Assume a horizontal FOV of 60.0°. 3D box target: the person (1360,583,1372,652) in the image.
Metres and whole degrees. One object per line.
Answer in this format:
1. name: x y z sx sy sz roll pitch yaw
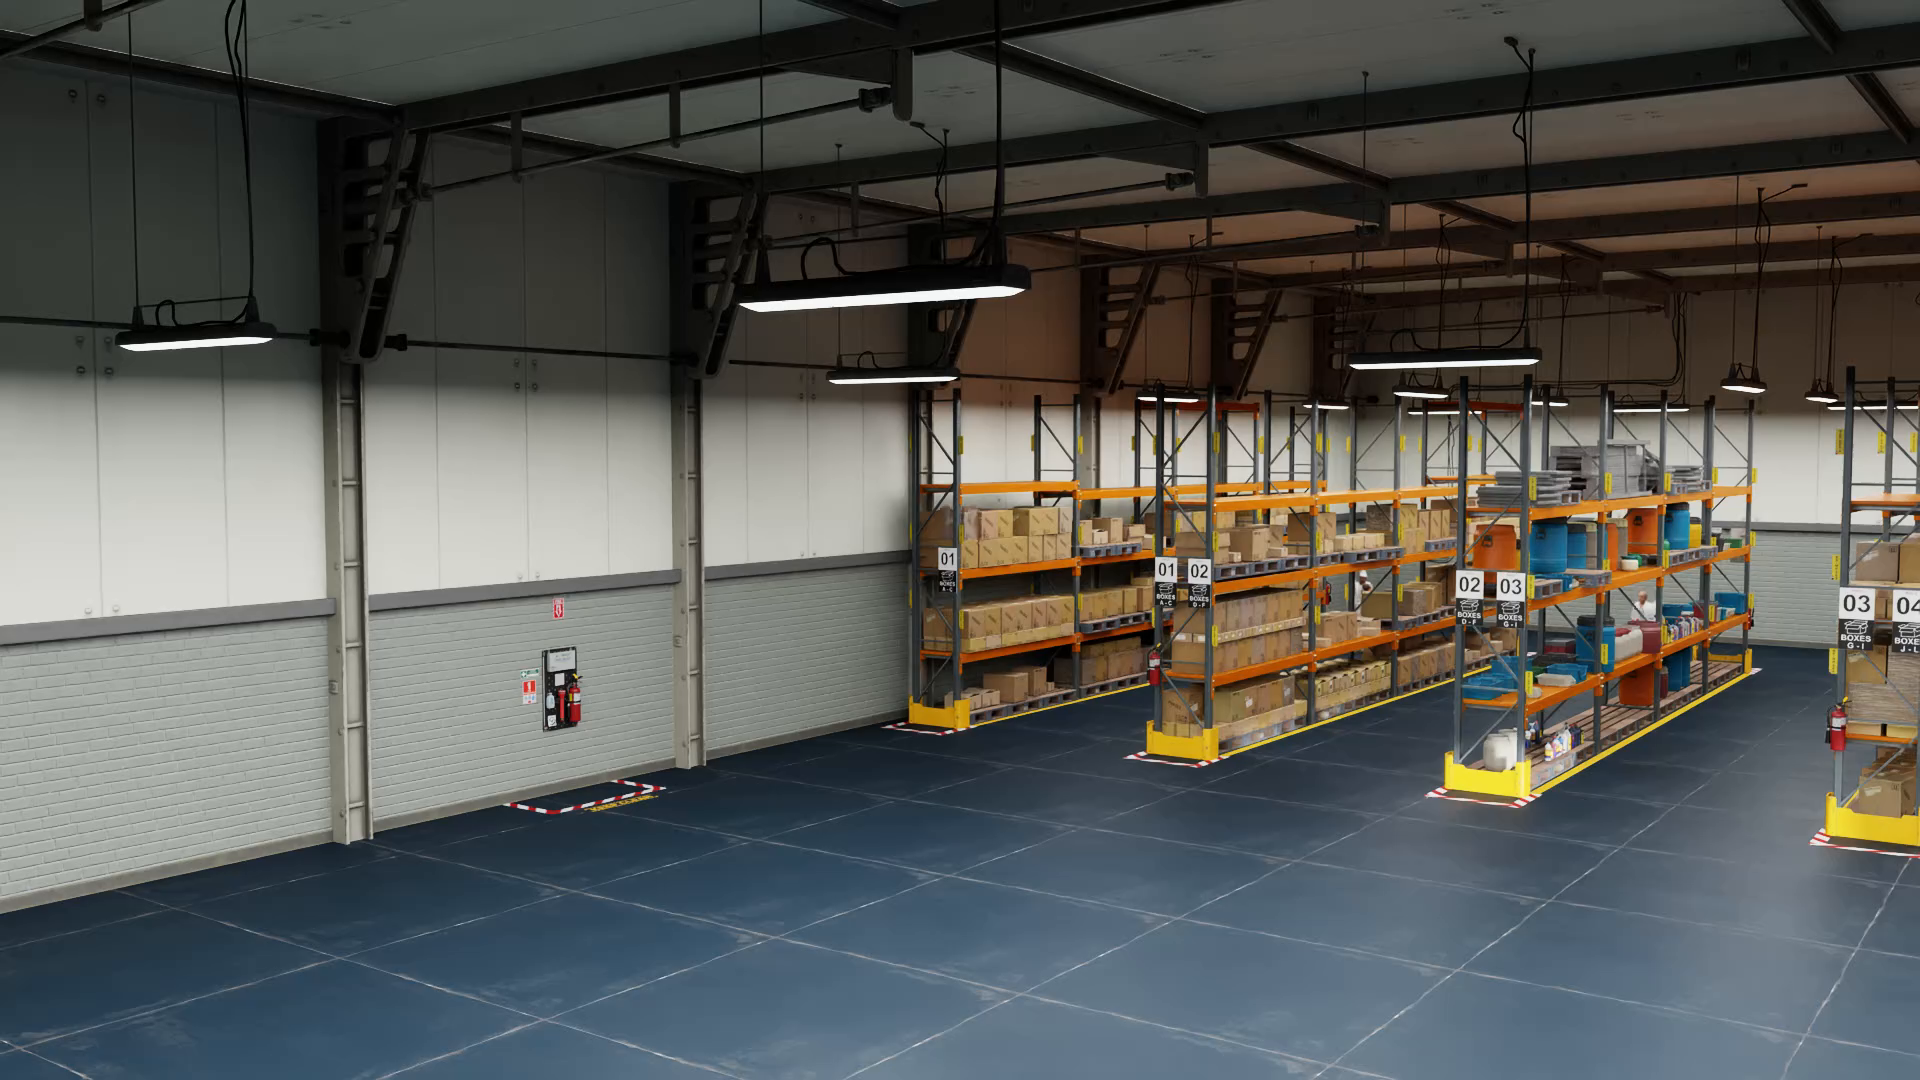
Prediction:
1. person: 9.759 1.880 40.158 0.472 1.671 0.489 0 3 -2

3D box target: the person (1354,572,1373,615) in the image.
1. person: 10.383 1.674 42.828 0.558 1.716 1.104 0 3 2

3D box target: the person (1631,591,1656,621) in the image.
1. person: 15.180 2.002 37.020 0.584 1.709 1.128 3 4 38
